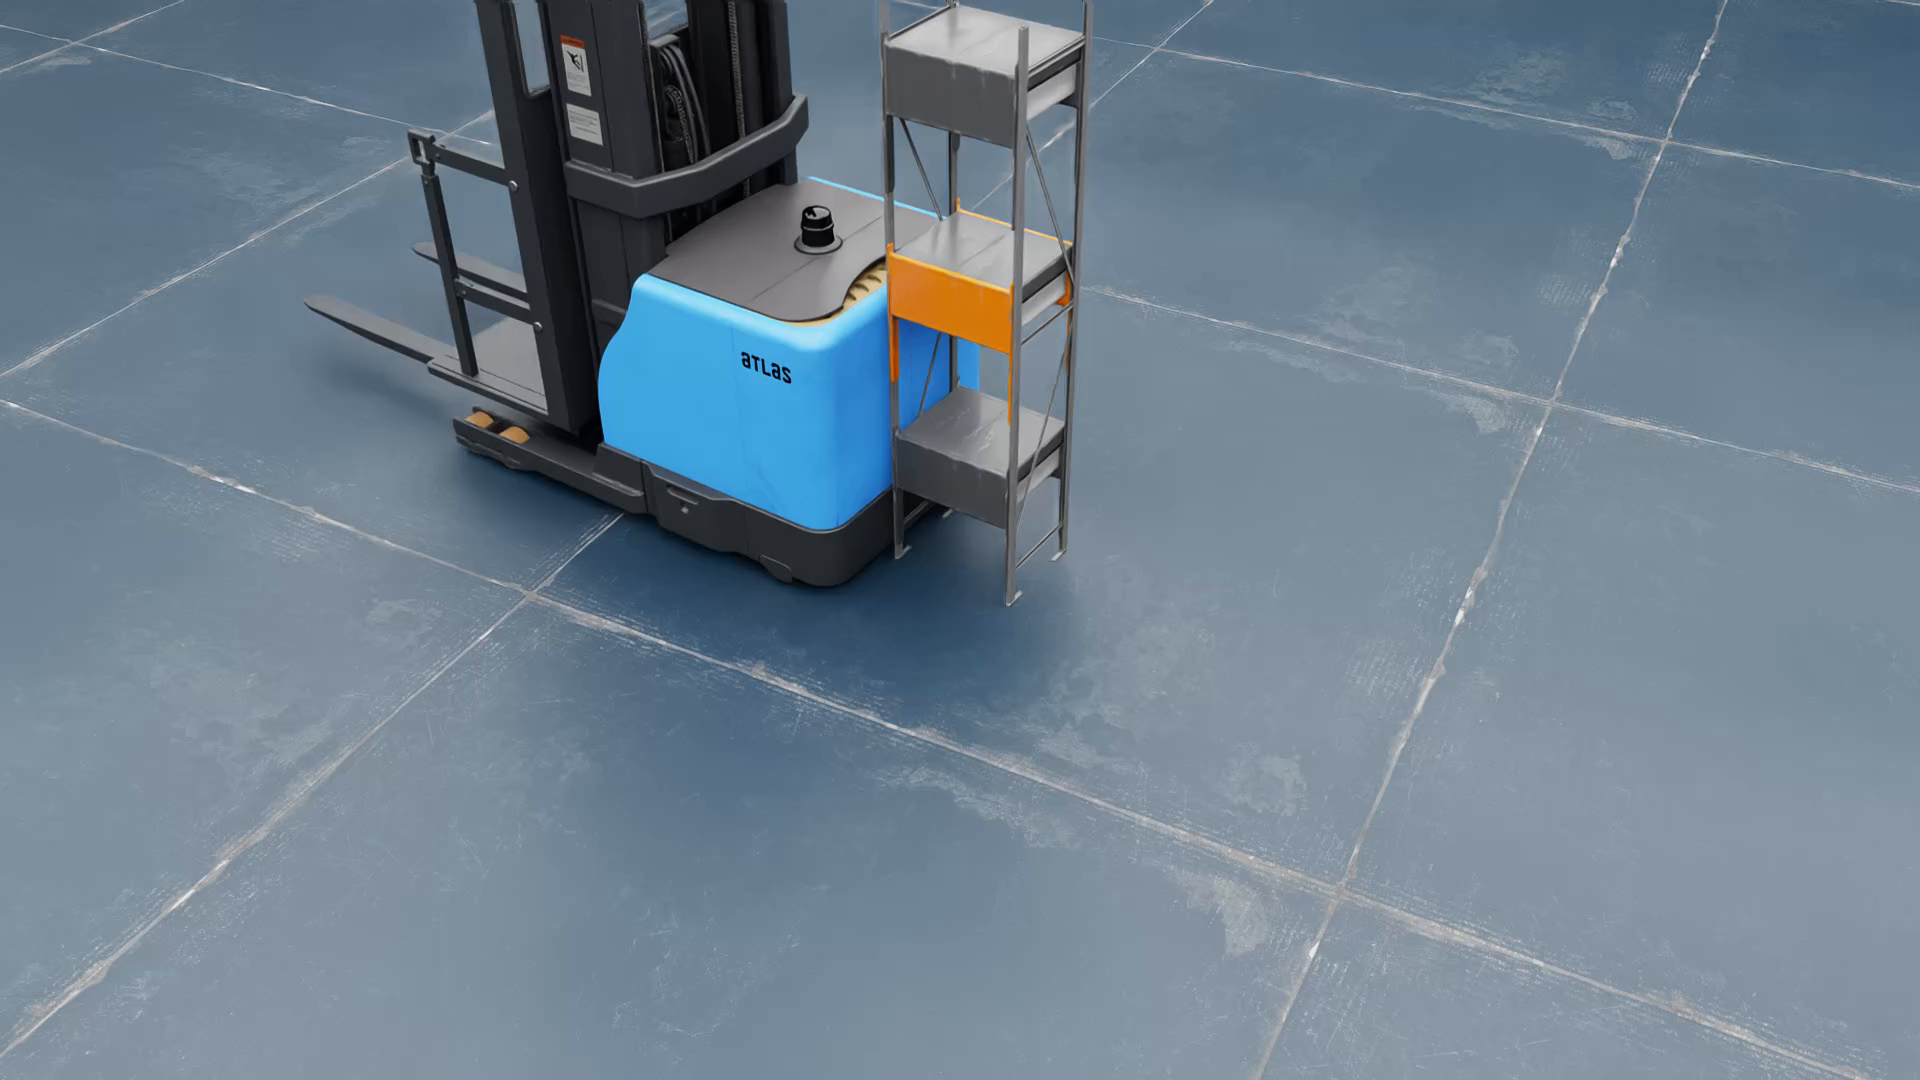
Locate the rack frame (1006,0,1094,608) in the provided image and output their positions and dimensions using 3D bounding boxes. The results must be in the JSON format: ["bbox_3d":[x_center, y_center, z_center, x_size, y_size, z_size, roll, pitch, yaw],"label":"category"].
[{"bbox_3d":[0.281,-0.698,5.433,0.015,2.100,0.400,22,42,26],"label":"rack frame"}]

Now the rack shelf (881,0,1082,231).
[{"bbox_3d":[0.078,-1.326,5.126,0.480,0.518,0.431,22,42,26],"label":"rack shelf"}]

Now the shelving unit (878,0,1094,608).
[{"bbox_3d":[0.078,-0.780,5.541,0.503,2.100,0.431,22,42,26],"label":"shelving unit"}]

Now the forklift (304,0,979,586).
[{"bbox_3d":[-1.421,-1.691,6.054,3.031,2.935,1.130,22,42,26],"label":"forklift"}]

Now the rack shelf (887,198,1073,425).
[{"bbox_3d":[0.078,-0.769,5.549,0.480,0.518,0.431,22,42,26],"label":"rack shelf"}]

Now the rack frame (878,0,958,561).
[{"bbox_3d":[-0.125,-0.862,5.649,0.015,2.100,0.400,22,42,26],"label":"rack frame"}]

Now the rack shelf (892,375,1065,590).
[{"bbox_3d":[0.078,-0.211,5.972,0.480,0.518,0.431,22,42,26],"label":"rack shelf"}]
